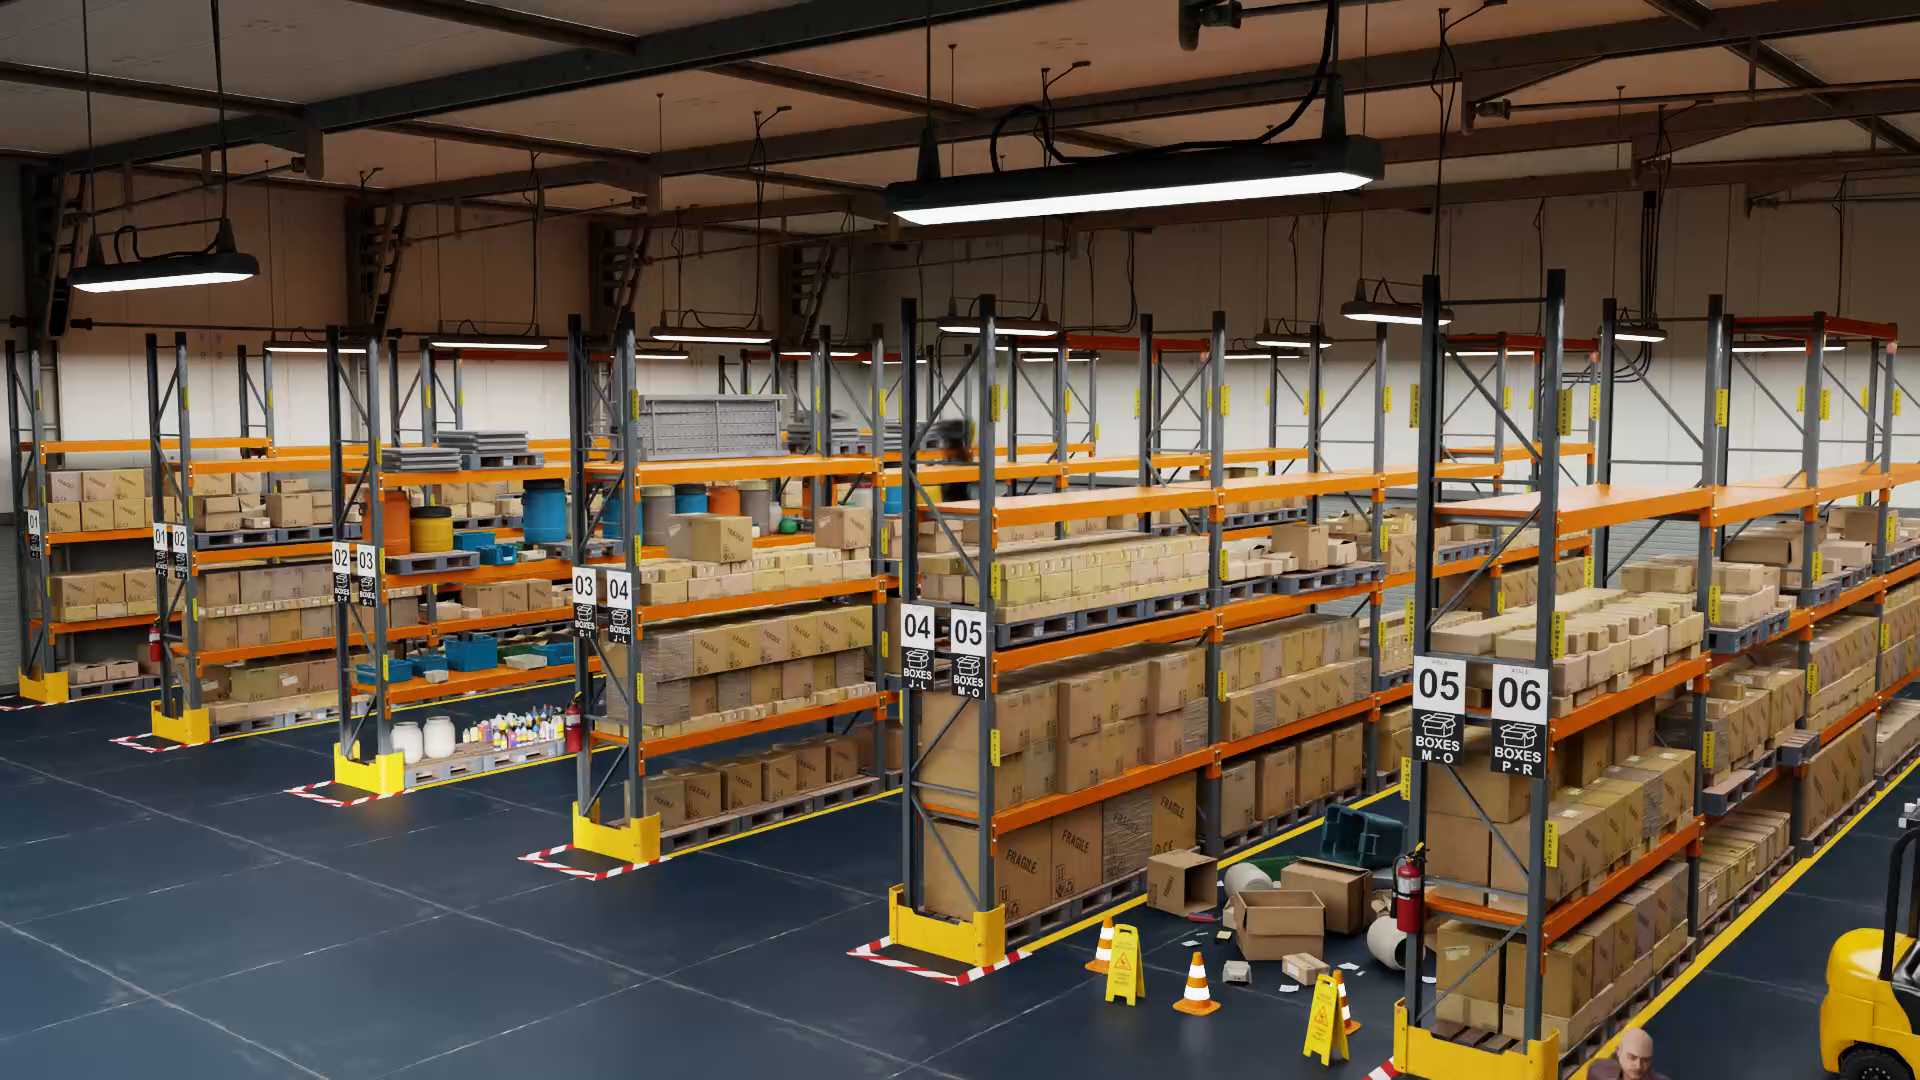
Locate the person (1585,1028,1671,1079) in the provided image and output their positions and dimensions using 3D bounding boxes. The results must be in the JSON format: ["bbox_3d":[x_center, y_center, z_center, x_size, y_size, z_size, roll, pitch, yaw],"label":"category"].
[{"bbox_3d":[3.639,3.476,9.022,0.667,1.729,0.880,3,6,29],"label":"person"}]

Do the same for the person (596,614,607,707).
[{"bbox_3d":[-5.689,1.956,27.493,0.550,1.542,0.866,3,6,28],"label":"person"}]
